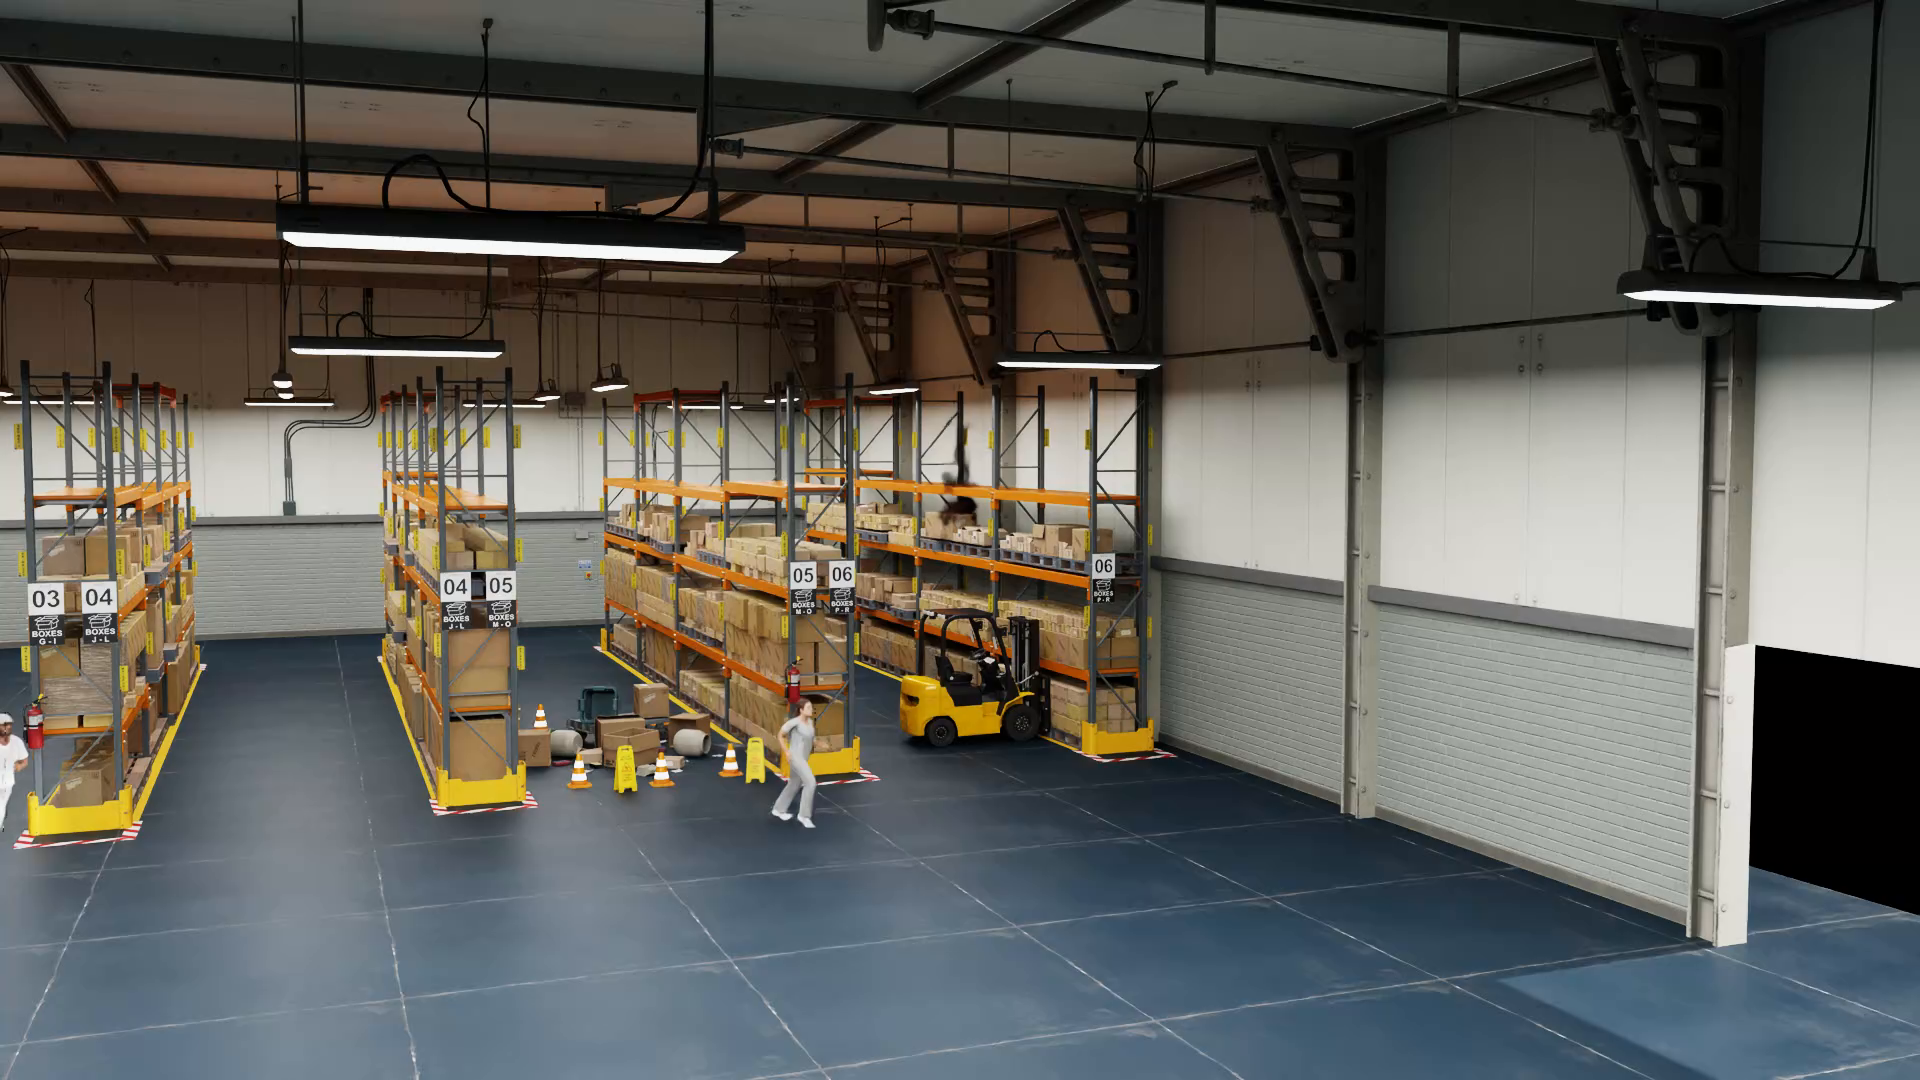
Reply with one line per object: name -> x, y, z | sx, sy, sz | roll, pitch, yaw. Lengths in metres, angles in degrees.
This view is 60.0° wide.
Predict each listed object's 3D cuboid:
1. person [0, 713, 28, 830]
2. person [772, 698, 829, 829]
person -> -11.525, 2.979, 19.847 | 0.726, 1.830, 0.735 | 2, 4, 27
person -> -2.098, 2.894, 21.571 | 0.841, 1.710, 0.499 | 1, 4, 21
